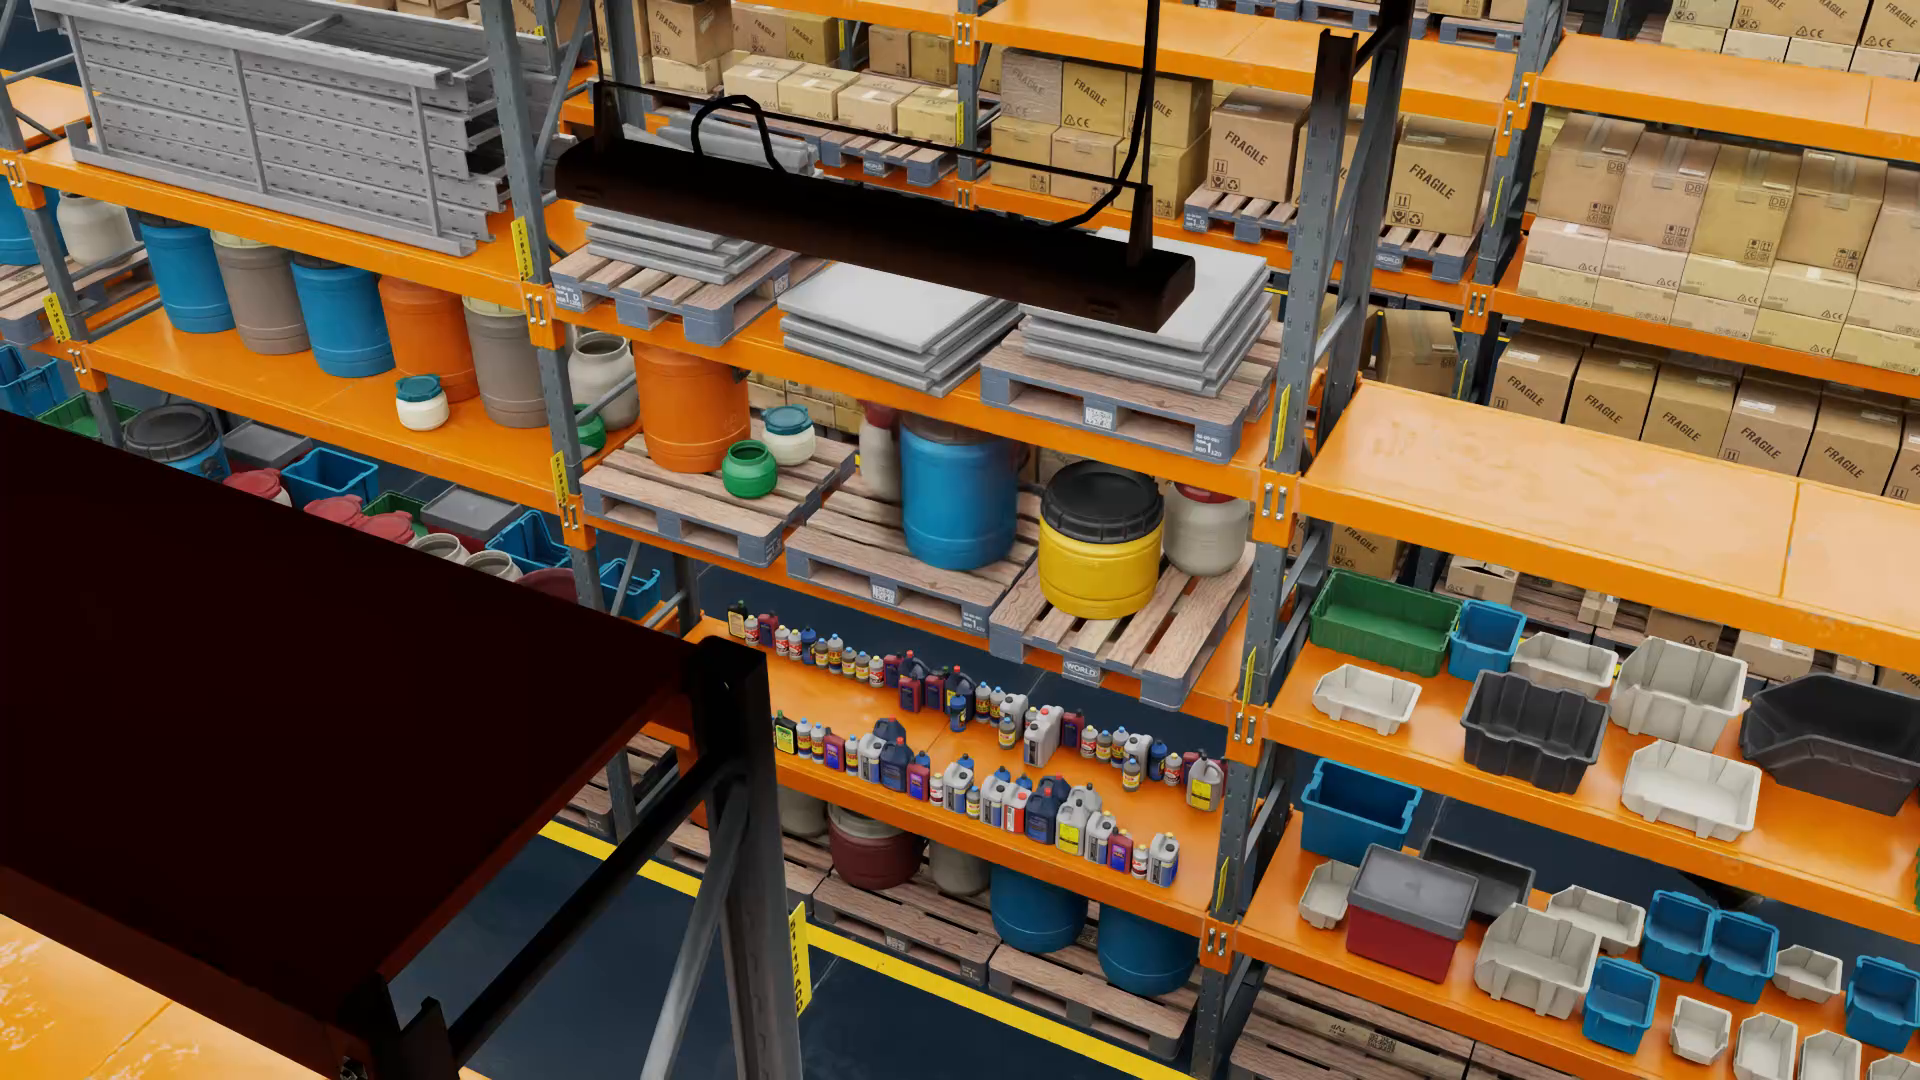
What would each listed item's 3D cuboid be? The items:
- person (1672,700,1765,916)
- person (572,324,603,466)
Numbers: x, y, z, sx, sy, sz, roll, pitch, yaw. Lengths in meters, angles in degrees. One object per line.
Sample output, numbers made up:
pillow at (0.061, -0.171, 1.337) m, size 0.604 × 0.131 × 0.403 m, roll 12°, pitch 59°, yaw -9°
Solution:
person at (4.669, 1.684, 10.027) m, size 0.663 × 1.678 × 0.720 m, roll 22°, pitch 41°, yaw 28°
person at (-3.471, -1.344, 14.223) m, size 1.040 × 1.731 × 0.559 m, roll -1°, pitch 35°, yaw -1°
